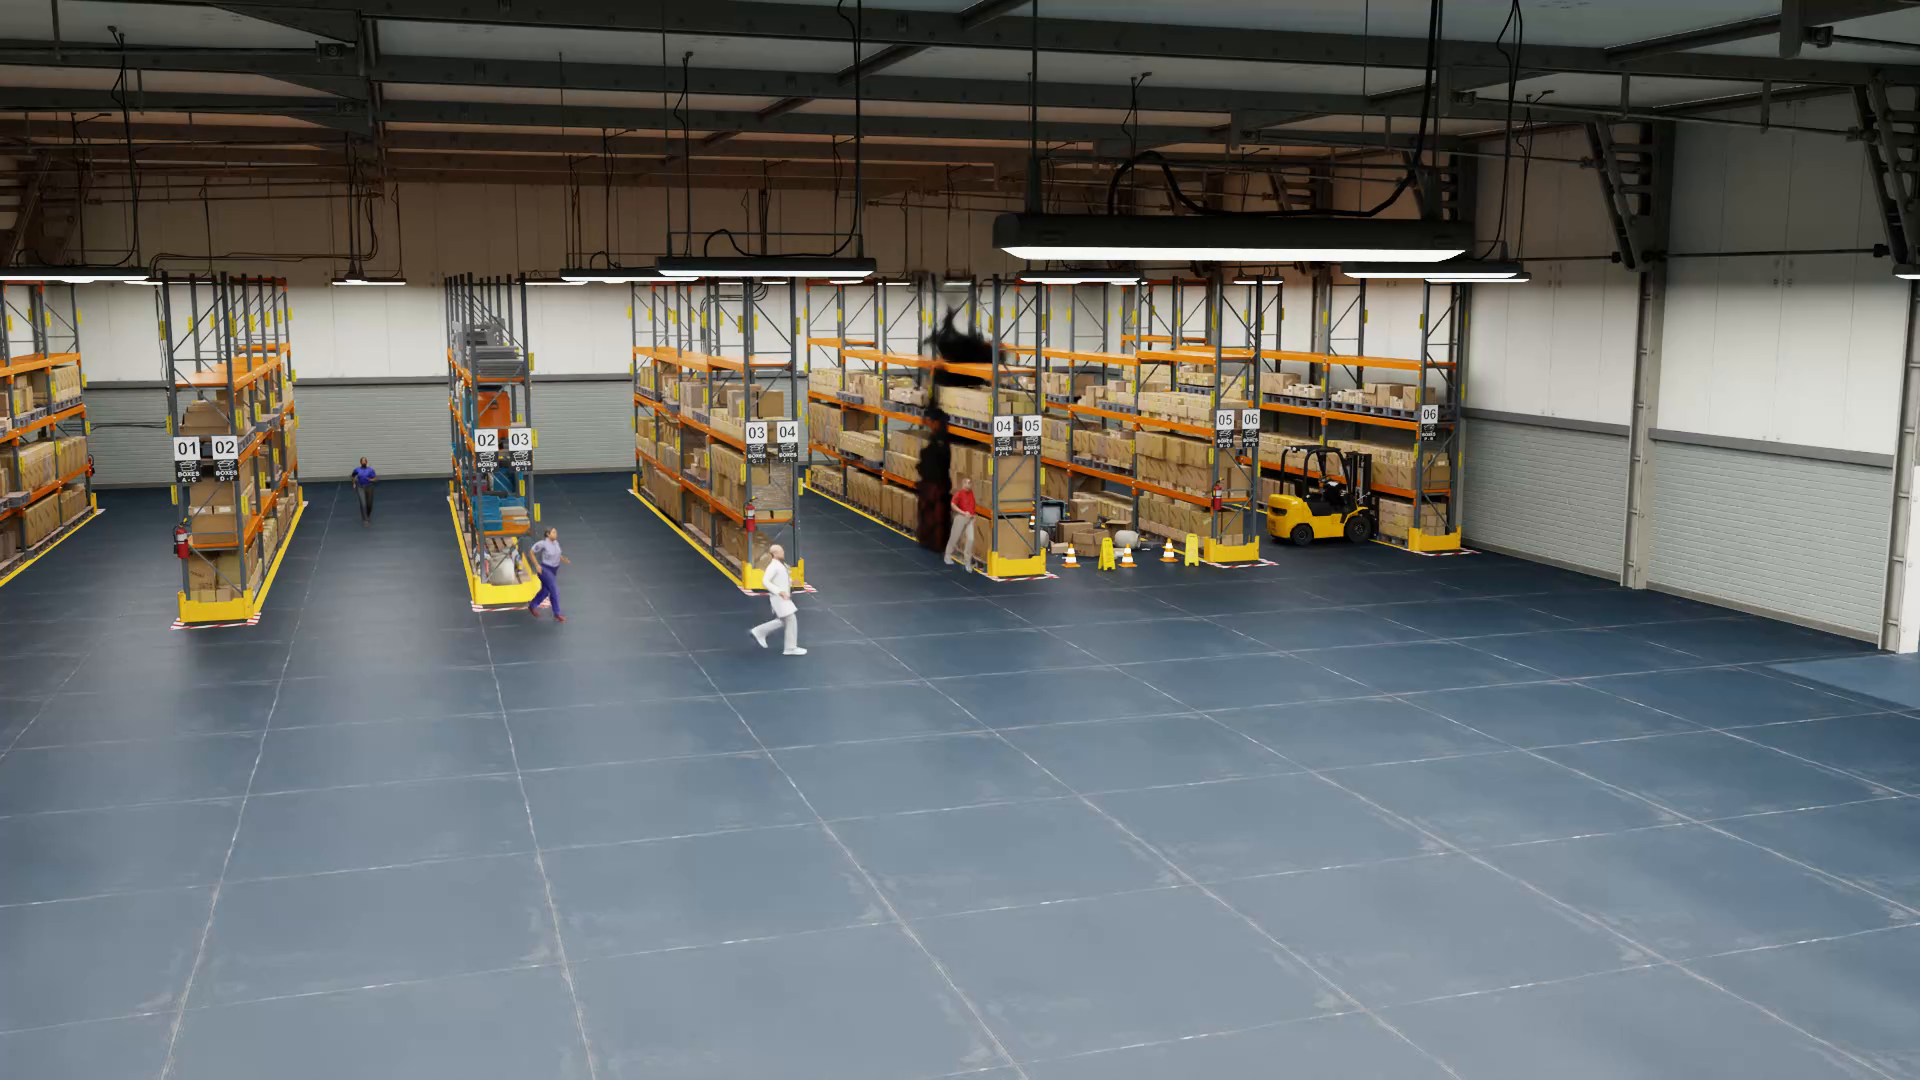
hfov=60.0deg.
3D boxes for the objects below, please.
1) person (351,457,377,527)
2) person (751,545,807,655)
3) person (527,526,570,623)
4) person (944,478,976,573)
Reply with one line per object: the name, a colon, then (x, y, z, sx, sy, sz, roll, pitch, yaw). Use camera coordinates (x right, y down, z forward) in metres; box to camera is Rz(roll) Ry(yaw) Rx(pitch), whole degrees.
person: (-14.435, -1.193, 40.349, 0.575, 1.644, 0.906, -4, 10, -27)
person: (-2.855, 0.939, 26.089, 0.904, 1.745, 0.719, 0, 9, 3)
person: (-7.153, 0.584, 28.833, 0.871, 1.670, 0.559, 2, 9, 16)
person: (0.084, -0.306, 32.840, 0.715, 1.841, 0.677, -8, 12, -42)
